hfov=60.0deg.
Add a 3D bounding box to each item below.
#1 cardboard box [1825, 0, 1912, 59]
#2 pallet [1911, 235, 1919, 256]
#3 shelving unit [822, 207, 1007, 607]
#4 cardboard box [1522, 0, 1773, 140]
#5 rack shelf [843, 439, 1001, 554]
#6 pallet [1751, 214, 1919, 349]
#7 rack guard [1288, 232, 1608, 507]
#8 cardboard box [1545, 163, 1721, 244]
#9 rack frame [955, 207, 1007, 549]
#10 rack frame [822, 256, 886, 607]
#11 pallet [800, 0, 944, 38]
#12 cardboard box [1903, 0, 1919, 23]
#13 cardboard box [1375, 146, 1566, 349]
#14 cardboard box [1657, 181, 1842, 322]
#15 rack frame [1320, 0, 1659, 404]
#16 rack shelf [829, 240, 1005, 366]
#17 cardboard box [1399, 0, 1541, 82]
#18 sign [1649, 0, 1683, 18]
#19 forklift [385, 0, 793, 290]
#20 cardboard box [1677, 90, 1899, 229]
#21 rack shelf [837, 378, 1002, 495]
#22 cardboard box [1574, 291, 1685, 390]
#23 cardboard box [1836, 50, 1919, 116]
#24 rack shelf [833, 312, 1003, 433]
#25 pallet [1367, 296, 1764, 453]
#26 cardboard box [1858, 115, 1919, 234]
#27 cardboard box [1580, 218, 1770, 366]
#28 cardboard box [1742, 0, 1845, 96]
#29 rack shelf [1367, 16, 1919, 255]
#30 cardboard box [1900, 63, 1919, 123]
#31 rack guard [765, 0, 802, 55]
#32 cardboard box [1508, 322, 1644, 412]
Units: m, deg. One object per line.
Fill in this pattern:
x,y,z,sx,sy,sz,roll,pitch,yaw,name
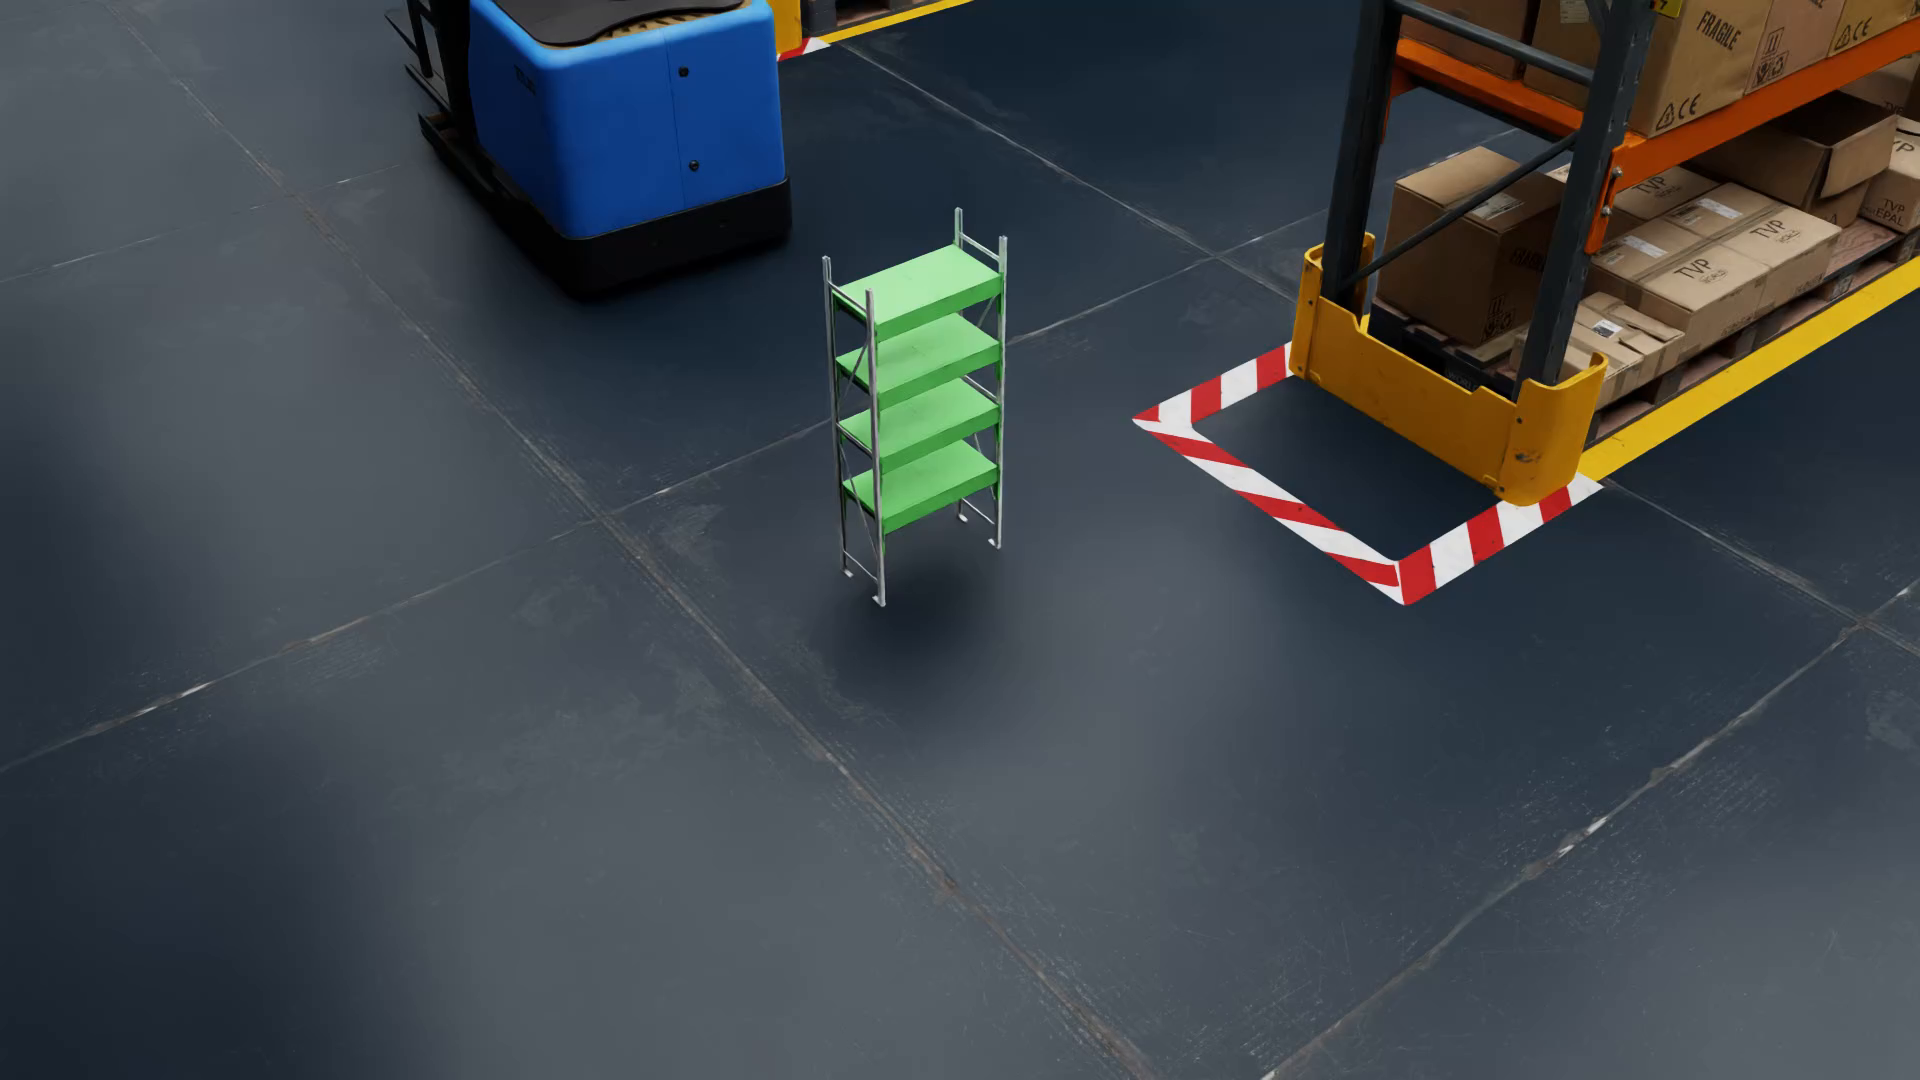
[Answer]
3.023,-2.065,5.823,0.500,0.500,0.500,-26,46,-28,cardboard box
4.332,-1.795,7.772,1.213,0.211,1.003,-26,46,-28,pallet
-0.131,-0.400,5.291,0.503,1.200,0.258,-26,46,-28,shelving unit
2.218,-1.670,5.342,0.500,0.500,0.500,-25,46,-27,cardboard box
-0.131,-0.165,5.484,0.480,0.148,0.258,-26,46,-28,rack shelf
3.364,-1.321,7.194,1.213,0.211,1.003,-26,46,-28,pallet
1.766,-0.655,6.155,0.348,0.500,1.175,-26,46,-28,rack guard
2.758,-1.386,6.895,0.500,0.250,0.500,-26,46,-28,cardboard box
0.062,-0.494,5.406,0.015,1.200,0.240,-26,46,-28,rack frame
-0.325,-0.306,5.177,0.015,1.200,0.240,-26,46,-28,rack frame
-0.633,-3.306,9.614,1.213,0.211,1.003,-26,46,-28,pallet
3.421,-2.257,6.057,0.500,0.500,0.500,-25,46,-28,cardboard box
1.986,-1.130,6.387,0.500,0.500,0.500,-26,46,-28,cardboard box
3.102,-1.153,6.612,0.500,0.250,0.500,-26,46,-28,cardboard box
1.705,-1.592,5.326,0.127,3.000,1.000,-26,46,-28,rack frame
-0.131,-0.722,5.028,0.480,0.148,0.258,-26,46,-28,rack shelf
1.895,-1.941,5.672,0.500,0.500,0.500,-25,45,-27,cardboard box
2.036,-1.654,4.719,0.005,0.325,0.100,-26,46,-28,sign
-1.953,-3.074,7.186,1.130,2.935,3.031,-22,44,-25,forklift
3.390,-1.615,6.975,0.637,0.503,0.797,-26,46,-28,cardboard box
-0.131,-0.351,5.332,0.480,0.148,0.258,-26,46,-28,rack shelf
2.445,-0.753,6.190,0.250,0.166,0.380,-26,46,-28,cardboard box
4.412,-2.215,7.859,0.500,0.311,0.500,-26,46,-28,cardboard box
-0.131,-0.536,5.180,0.480,0.148,0.258,-26,46,-28,rack shelf
2.397,-0.852,6.623,1.213,0.211,1.003,-26,46,-28,pallet
4.003,-1.616,7.128,0.500,0.311,0.500,-26,46,-28,cardboard box
2.706,-0.960,6.377,0.500,0.250,0.500,-26,46,-28,cardboard box
2.624,-1.872,5.588,0.500,0.500,0.500,-26,46,-28,cardboard box
3.291,-2.087,6.497,4.000,0.370,1.077,-26,46,-28,rack shelf
4.598,-1.979,7.422,0.500,0.500,0.500,-26,46,-28,cardboard box
-1.321,-3.103,9.138,0.348,0.500,1.175,-26,46,-28,rack guard
2.247,-0.649,6.077,0.250,0.149,0.380,-26,46,-28,cardboard box
